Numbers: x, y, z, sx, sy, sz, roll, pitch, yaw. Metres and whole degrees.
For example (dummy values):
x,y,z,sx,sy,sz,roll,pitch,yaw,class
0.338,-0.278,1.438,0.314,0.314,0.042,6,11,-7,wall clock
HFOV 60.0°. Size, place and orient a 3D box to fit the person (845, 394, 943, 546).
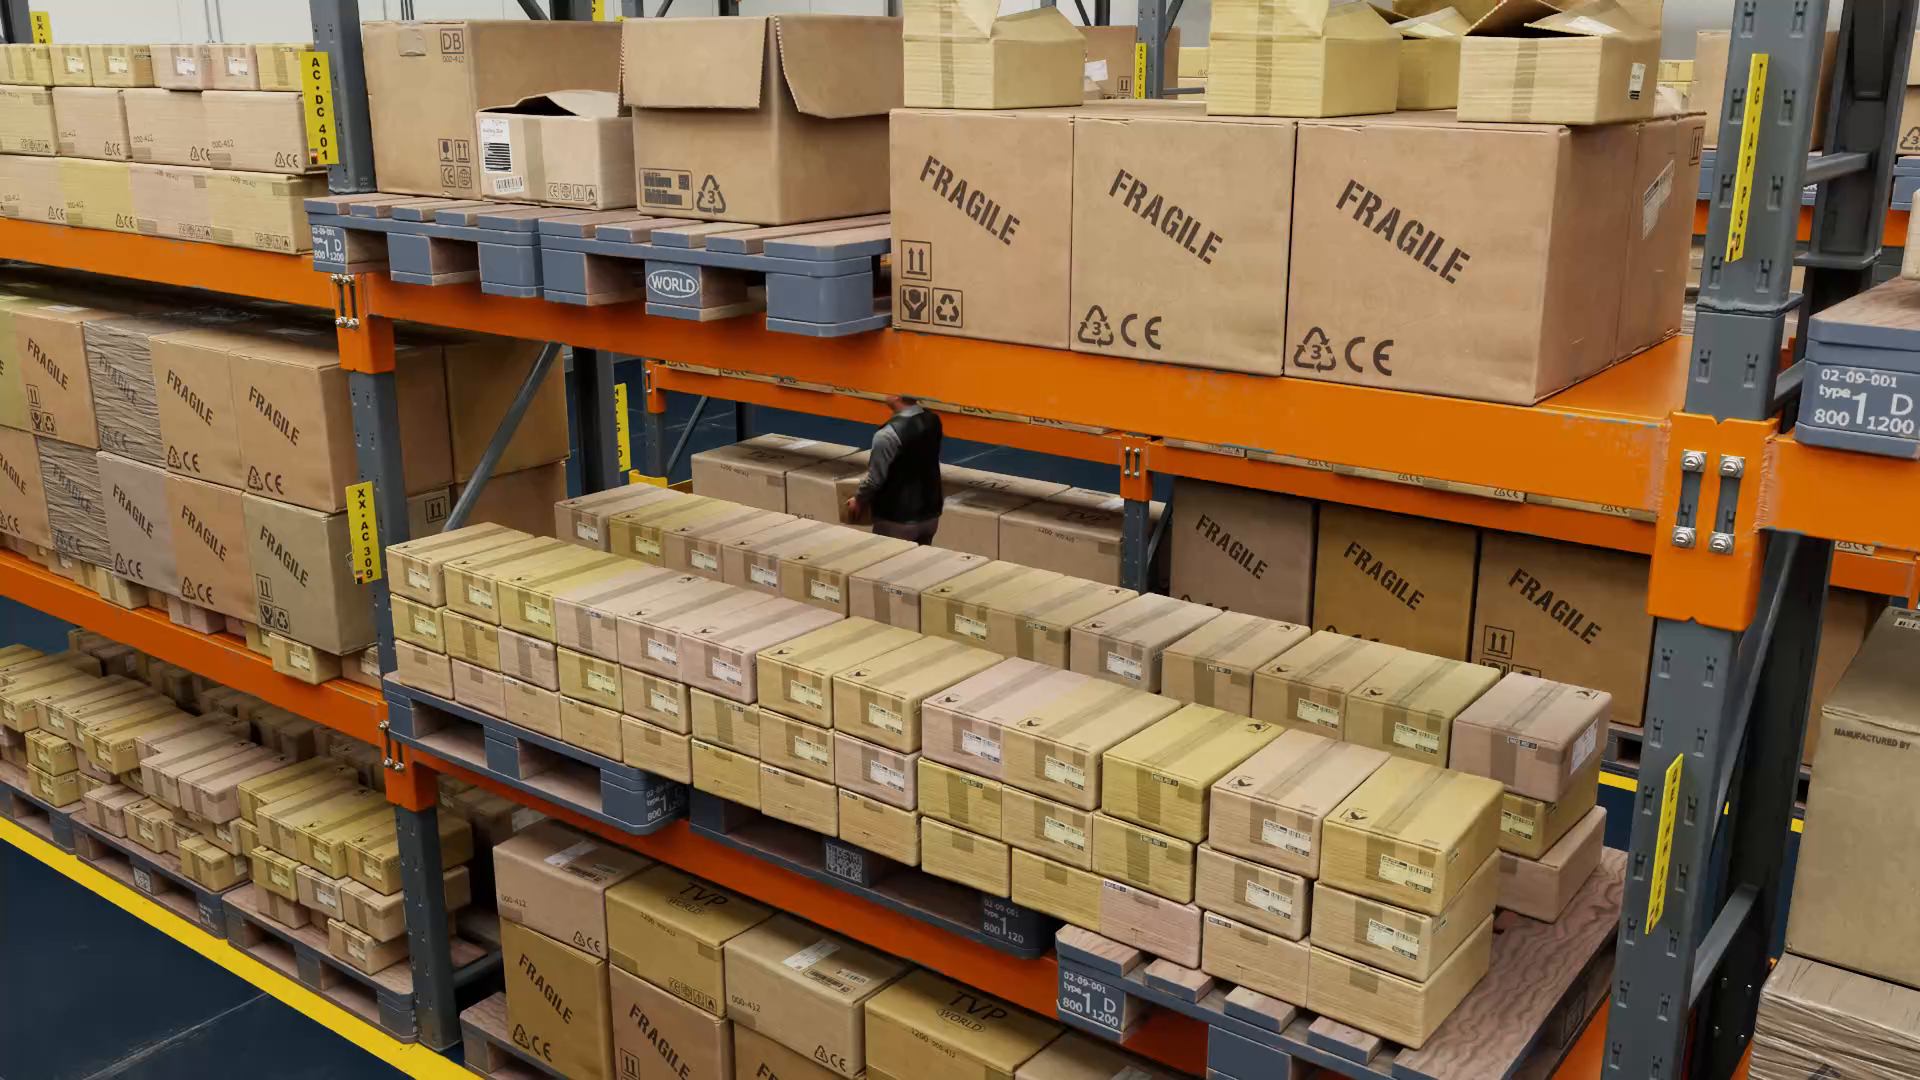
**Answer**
x,y,z,sx,sy,sz,roll,pitch,yaw,class
-0.374,-0.135,9.527,0.522,1.727,0.532,12,20,35,person
